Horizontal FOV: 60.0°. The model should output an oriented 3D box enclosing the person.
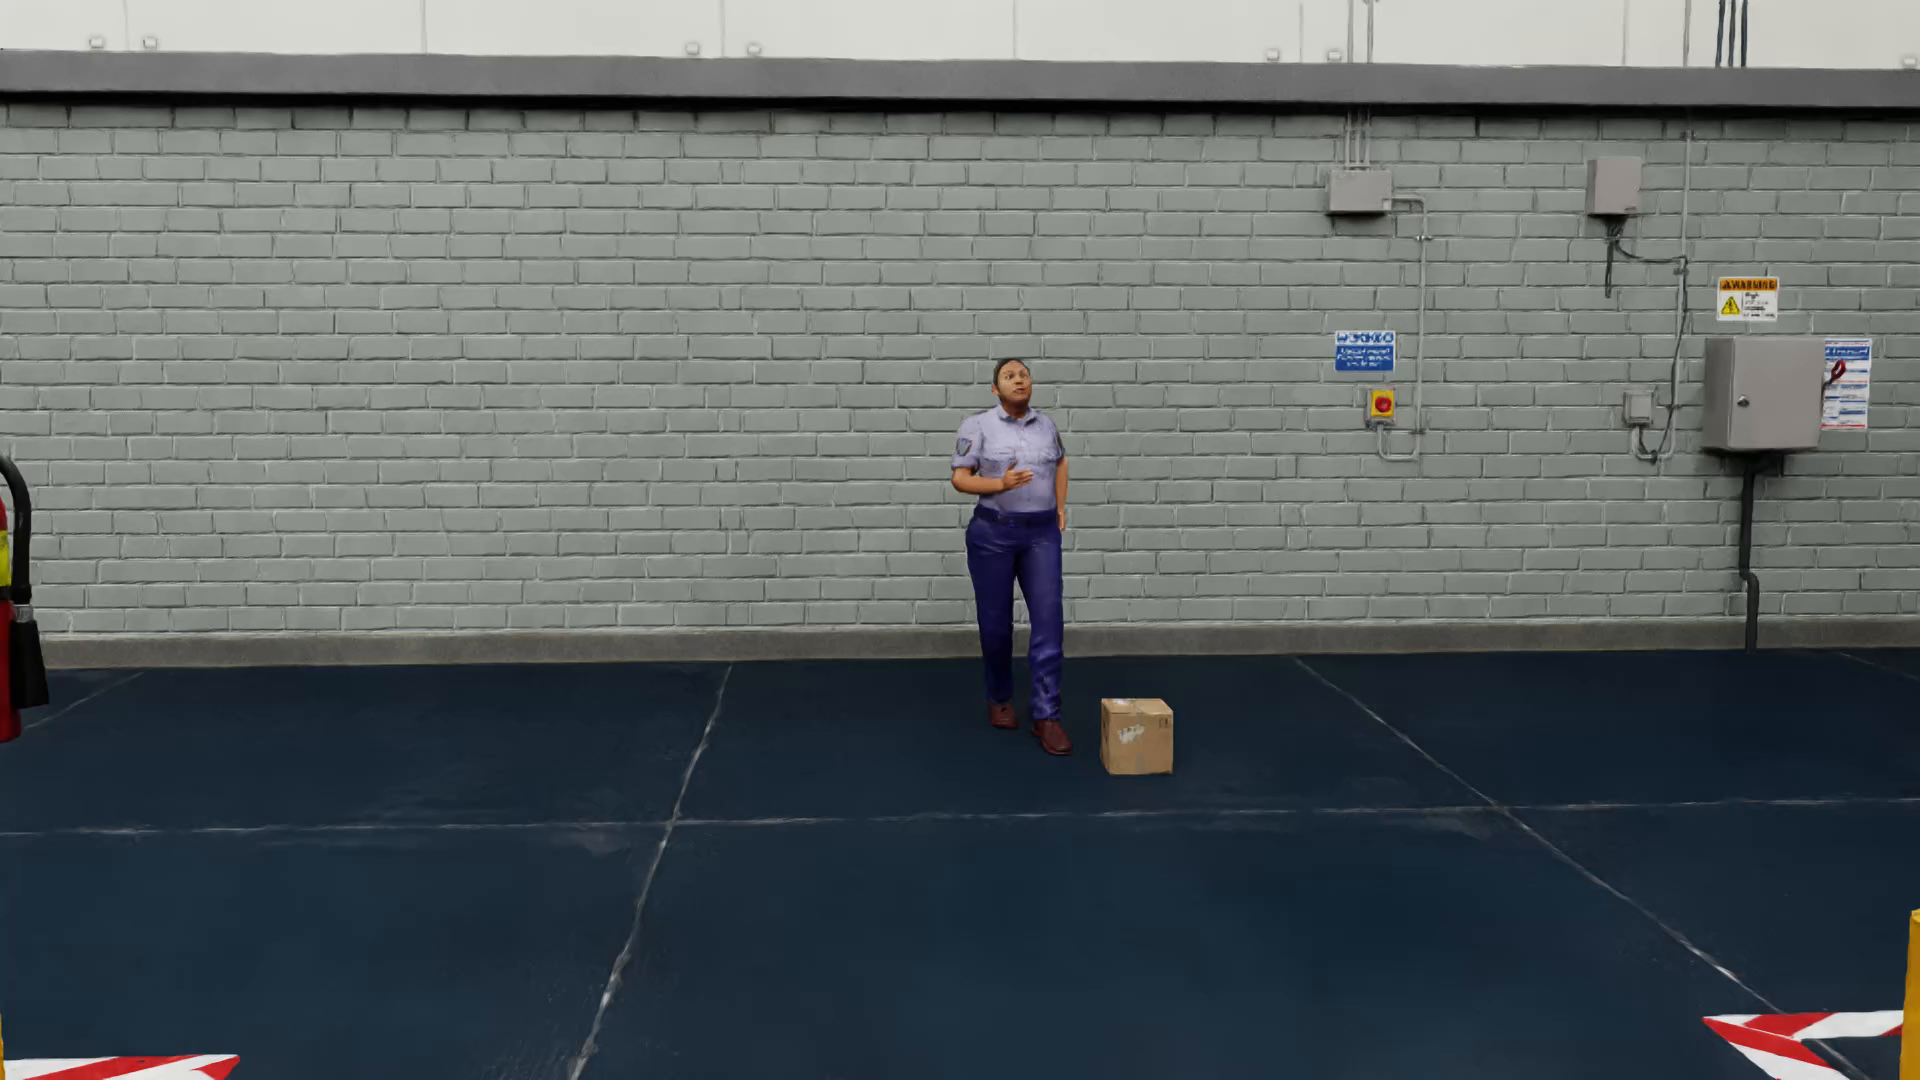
[{"bbox_3d":[0.255,0.041,7.089,0.566,1.620,0.804,-1,7,-8],"label":"person"}]
